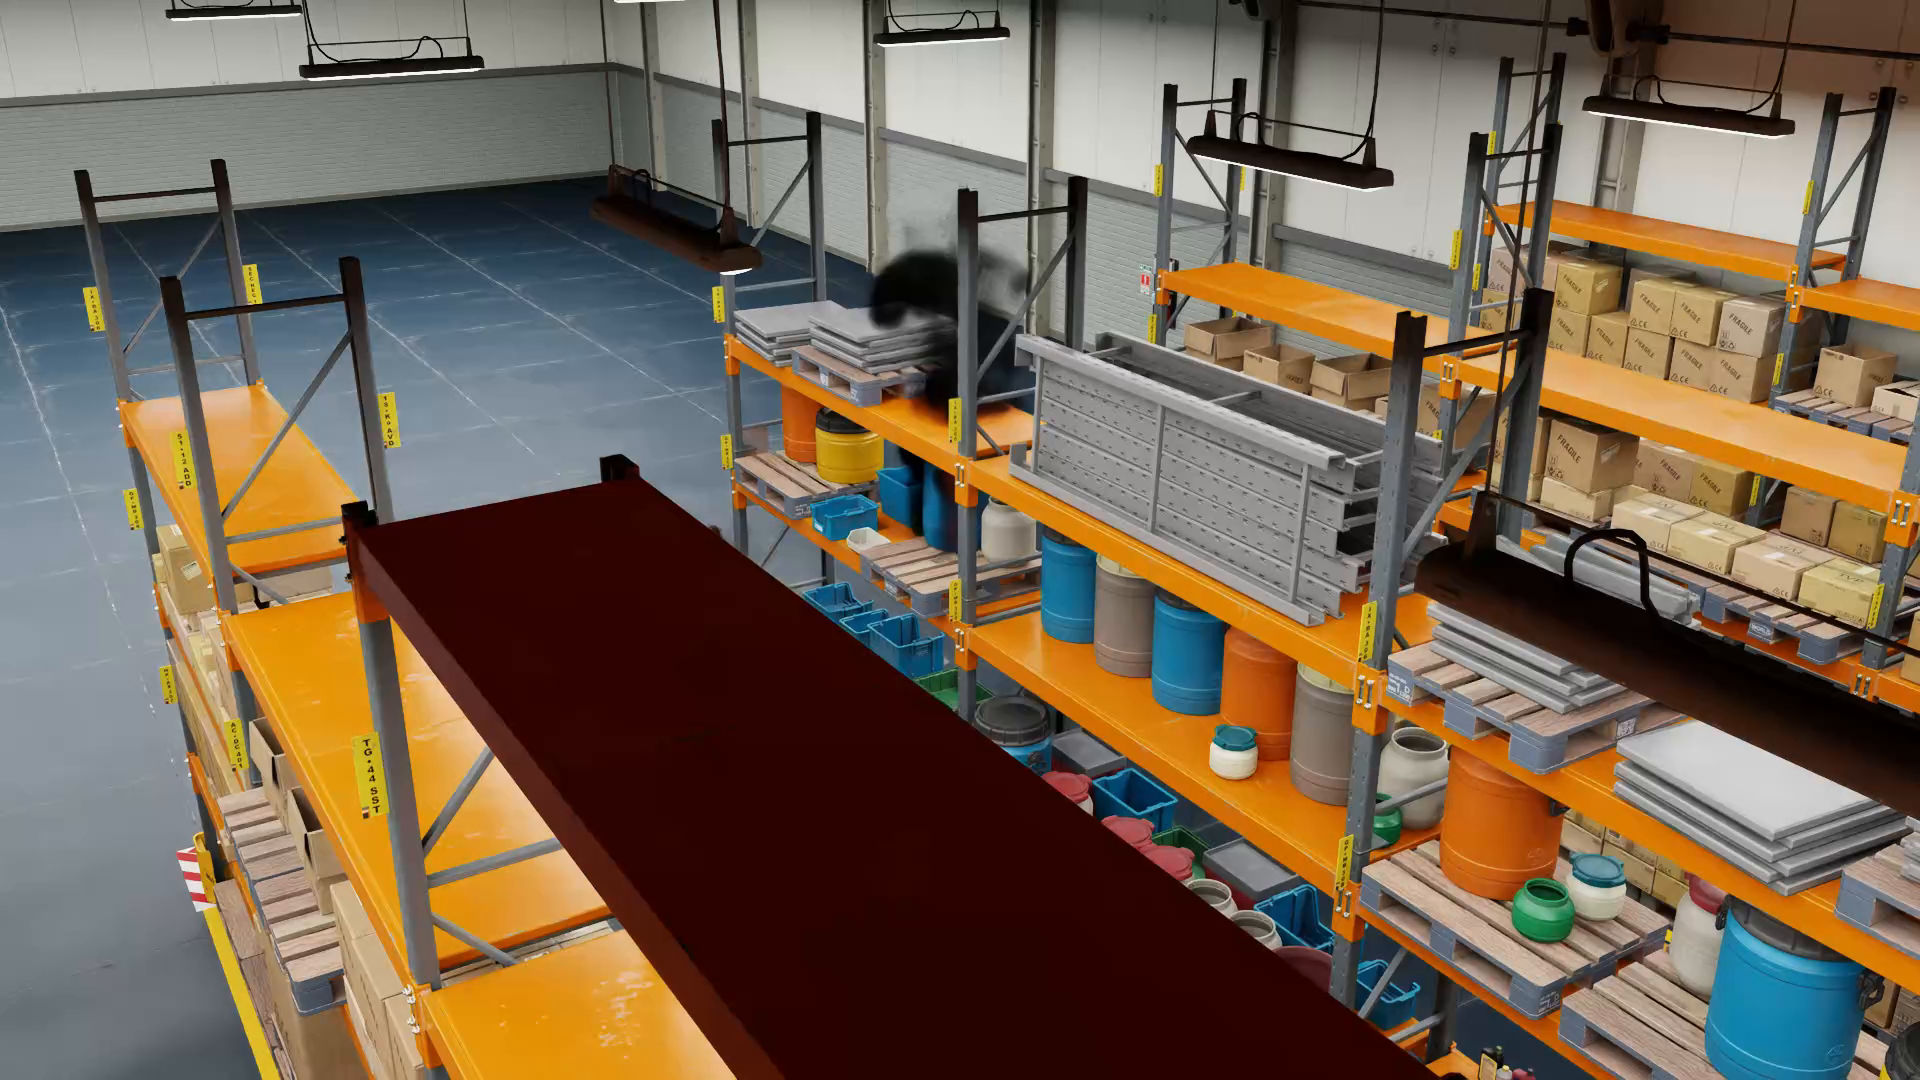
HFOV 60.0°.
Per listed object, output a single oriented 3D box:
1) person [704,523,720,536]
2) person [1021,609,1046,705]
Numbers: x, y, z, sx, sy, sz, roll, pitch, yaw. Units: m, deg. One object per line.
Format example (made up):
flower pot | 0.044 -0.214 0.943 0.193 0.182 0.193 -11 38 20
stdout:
person | -2.680 0.581 17.776 0.505 1.638 0.595 2 22 5
person | 0.735 1.391 15.655 0.566 1.672 0.890 -18 28 -38
